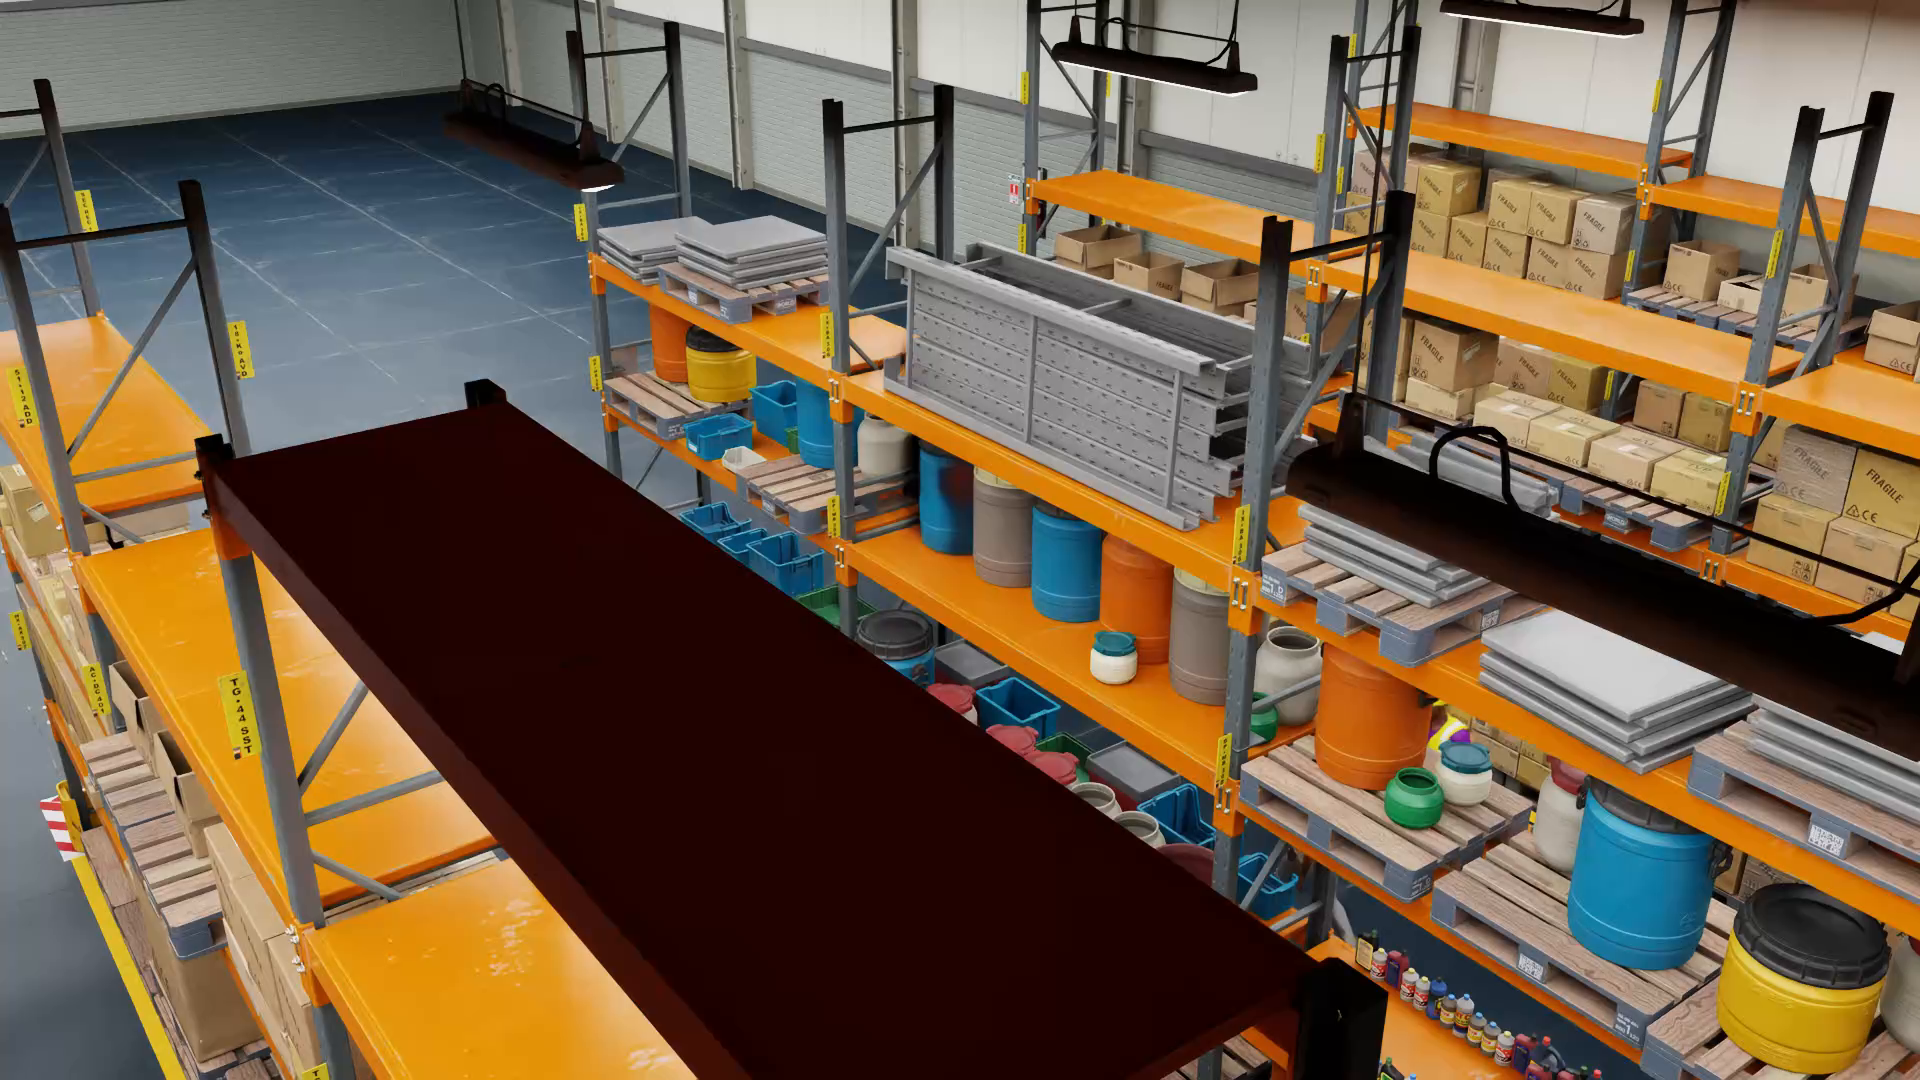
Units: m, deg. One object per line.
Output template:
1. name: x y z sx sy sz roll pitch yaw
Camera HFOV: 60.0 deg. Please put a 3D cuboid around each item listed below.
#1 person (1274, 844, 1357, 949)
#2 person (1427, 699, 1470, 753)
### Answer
1. person: 2.566 2.260 12.087 0.456 1.648 0.894 -14 28 -28
2. person: 3.556 1.875 12.764 0.414 1.769 0.635 -21 32 -37
